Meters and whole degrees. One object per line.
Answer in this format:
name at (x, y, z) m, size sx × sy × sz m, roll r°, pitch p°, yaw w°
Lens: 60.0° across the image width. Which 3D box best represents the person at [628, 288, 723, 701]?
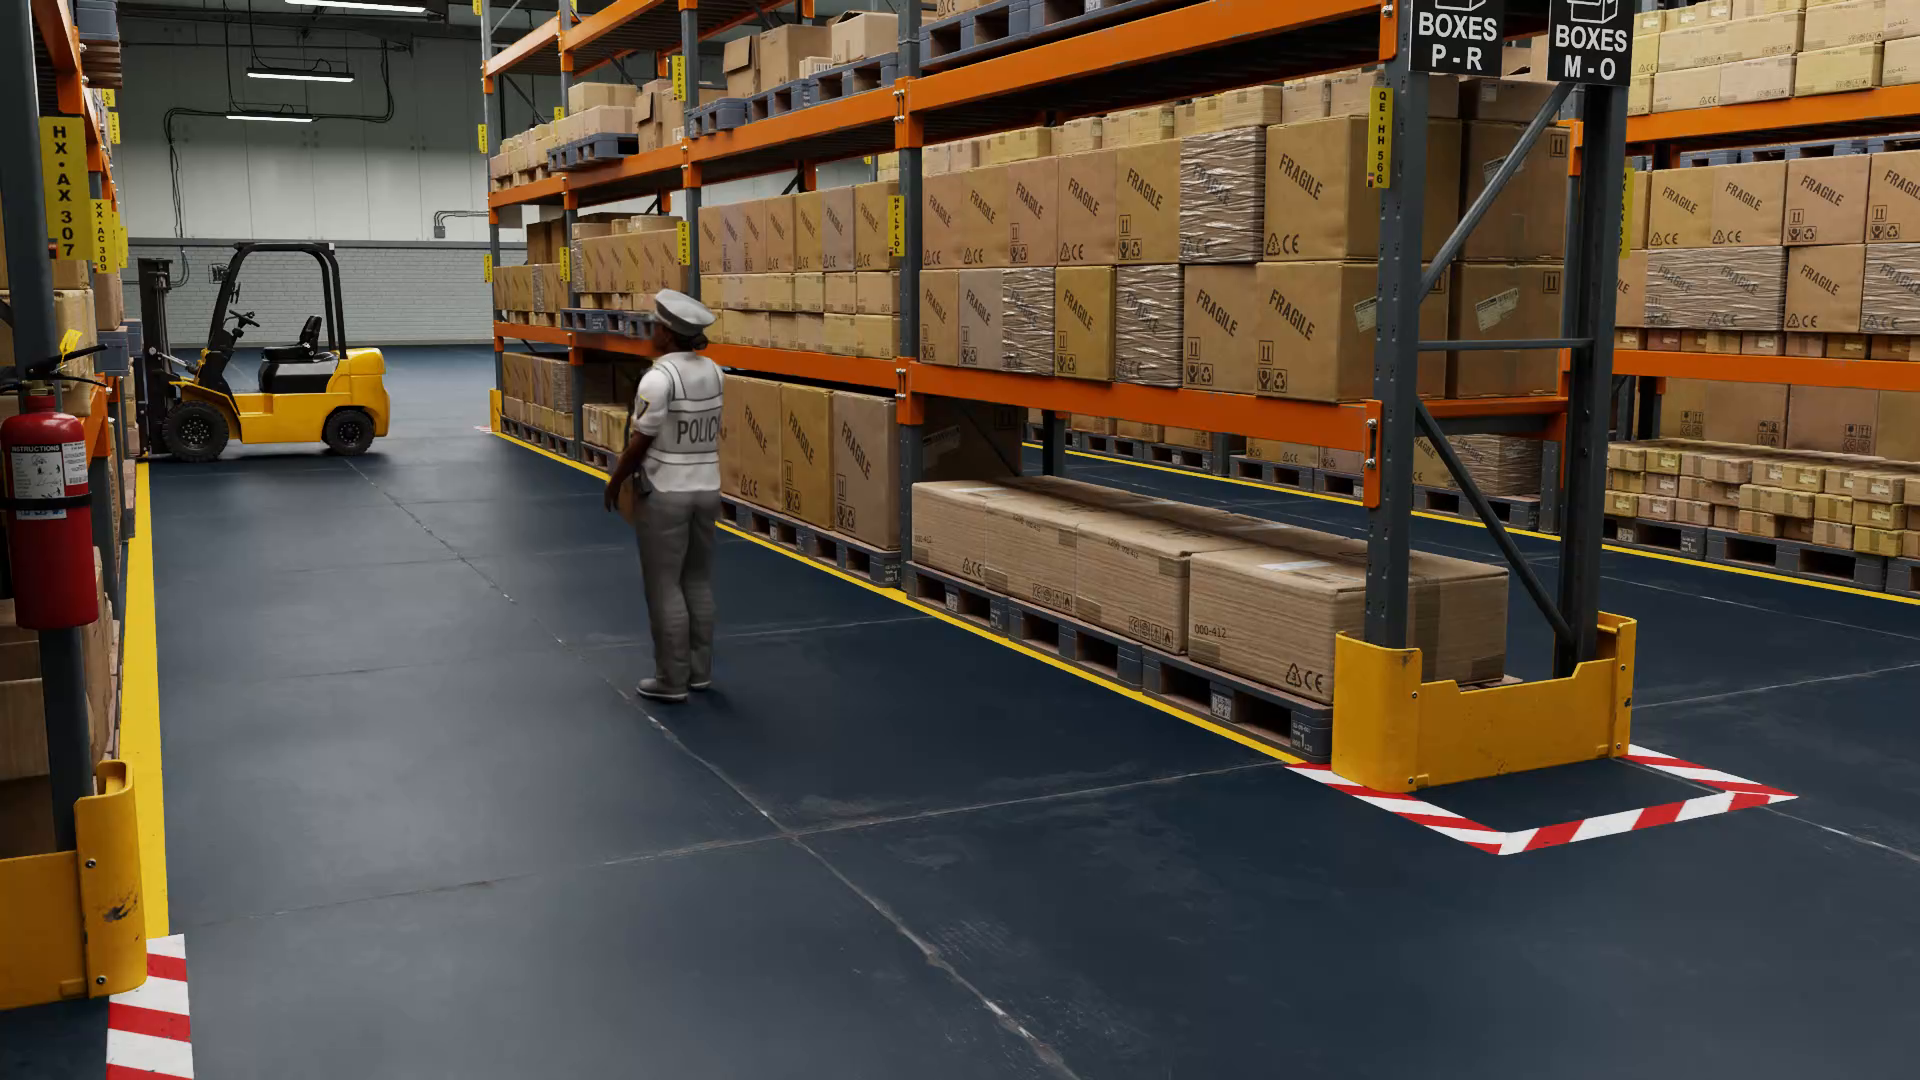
person at (-1.190, -0.181, 6.905) m, size 0.466 × 1.702 × 0.513 m, roll 5°, pitch 10°, yaw 31°
